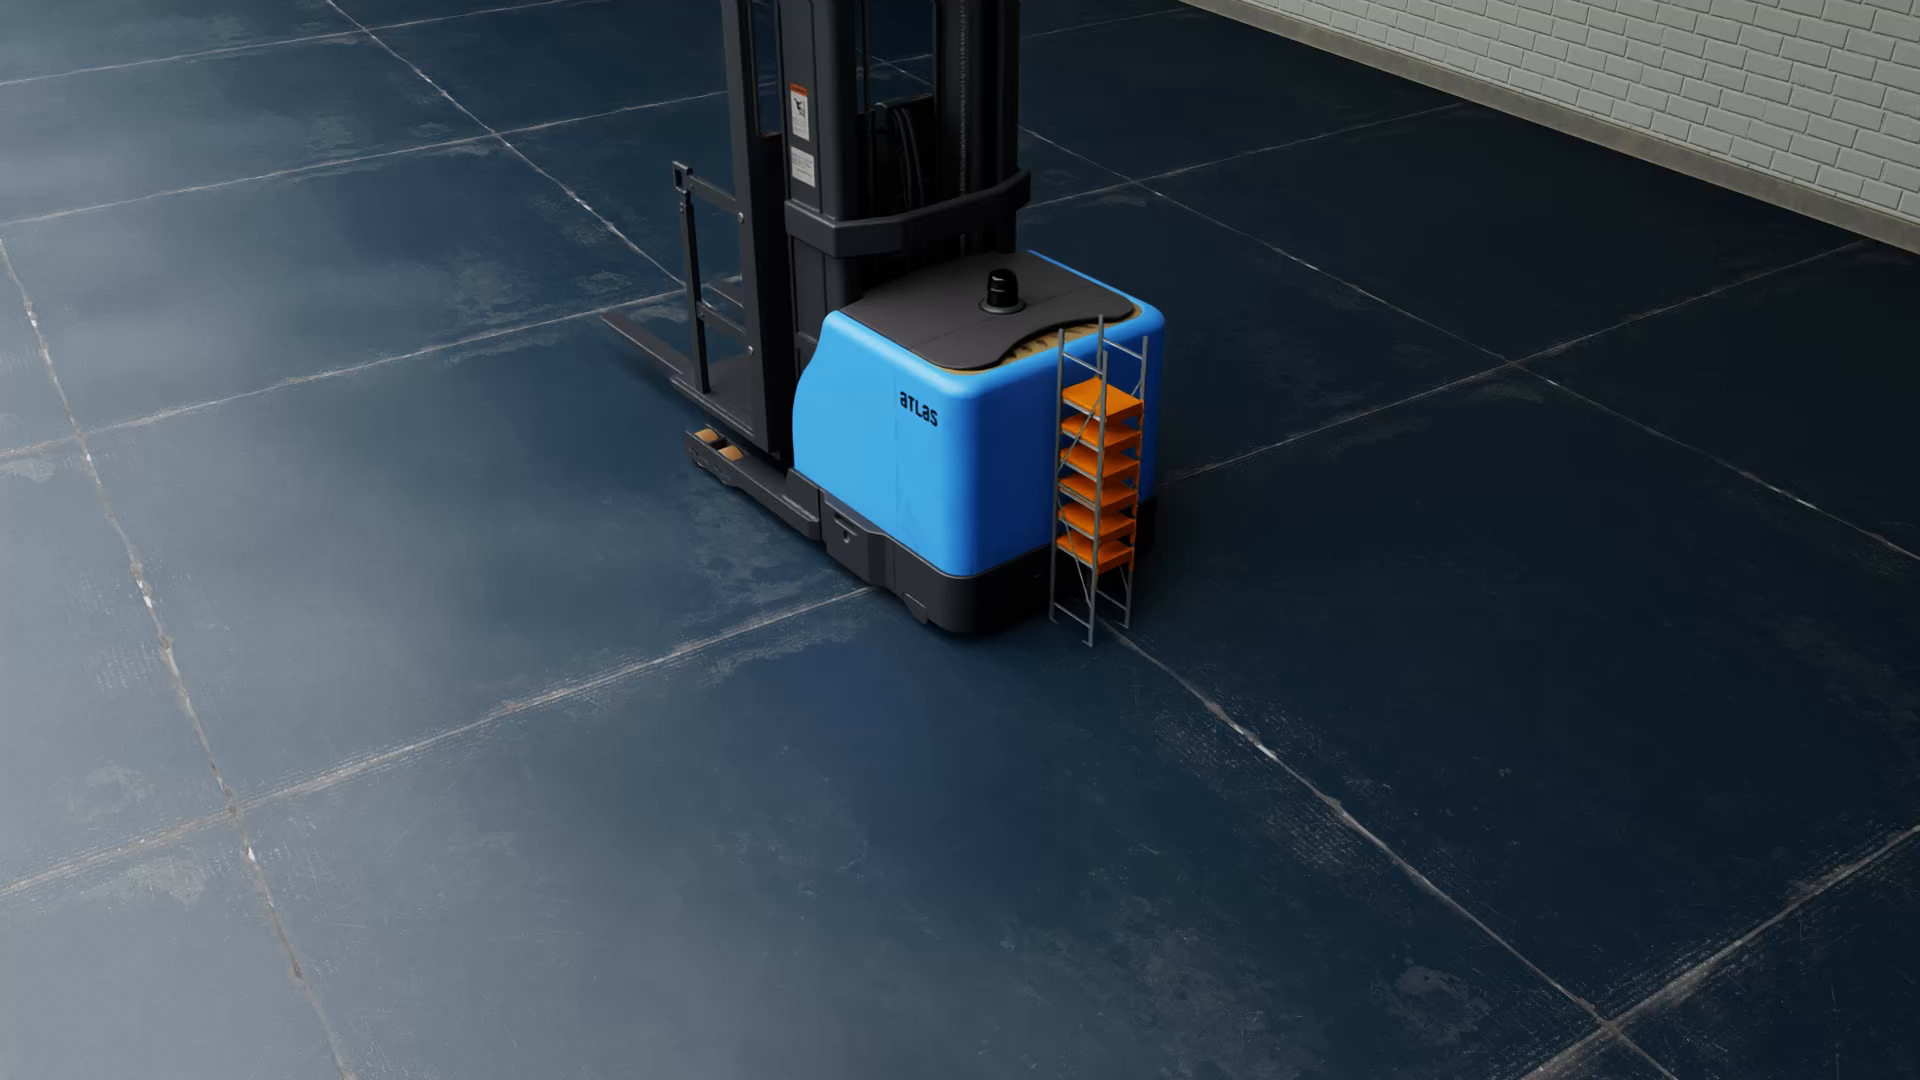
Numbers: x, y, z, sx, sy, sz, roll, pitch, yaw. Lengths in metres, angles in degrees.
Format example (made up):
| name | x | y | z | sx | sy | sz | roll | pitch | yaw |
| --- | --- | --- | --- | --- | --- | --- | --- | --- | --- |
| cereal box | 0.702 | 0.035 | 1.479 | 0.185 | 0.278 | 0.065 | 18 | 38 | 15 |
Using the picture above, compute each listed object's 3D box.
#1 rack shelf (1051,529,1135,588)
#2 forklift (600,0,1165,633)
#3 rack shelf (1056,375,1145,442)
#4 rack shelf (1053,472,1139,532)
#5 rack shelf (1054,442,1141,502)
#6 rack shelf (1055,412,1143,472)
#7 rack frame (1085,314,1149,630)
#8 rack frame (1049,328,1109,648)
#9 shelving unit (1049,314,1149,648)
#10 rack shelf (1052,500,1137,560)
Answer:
| name | x | y | z | sx | sy | sz | roll | pitch | yaw |
| --- | --- | --- | --- | --- | --- | --- | --- | --- | --- |
| rack shelf | 0.485 | 0.049 | 6.080 | 0.180 | 0.103 | 0.258 | -23 | 39 | -32 |
| forklift | -0.541 | -1.622 | 6.574 | 1.130 | 2.935 | 3.031 | -23 | 39 | -32 |
| rack shelf | 0.485 | -0.458 | 5.760 | 0.180 | 0.103 | 0.258 | -23 | 39 | -32 |
| rack shelf | 0.485 | -0.154 | 5.952 | 0.180 | 0.103 | 0.258 | -23 | 39 | -32 |
| rack shelf | 0.485 | -0.255 | 5.888 | 0.180 | 0.103 | 0.258 | -23 | 39 | -32 |
| rack shelf | 0.485 | -0.357 | 5.824 | 0.180 | 0.103 | 0.258 | -23 | 39 | -32 |
| rack frame | 0.556 | -0.222 | 5.977 | 0.006 | 1.200 | 0.240 | -23 | 39 | -32 |
| rack frame | 0.413 | -0.161 | 5.880 | 0.006 | 1.200 | 0.240 | -23 | 39 | -32 |
| shelving unit | 0.485 | -0.191 | 5.928 | 0.189 | 1.200 | 0.258 | -23 | 39 | -32 |
| rack shelf | 0.485 | -0.052 | 6.016 | 0.180 | 0.103 | 0.258 | -23 | 39 | -32 |
